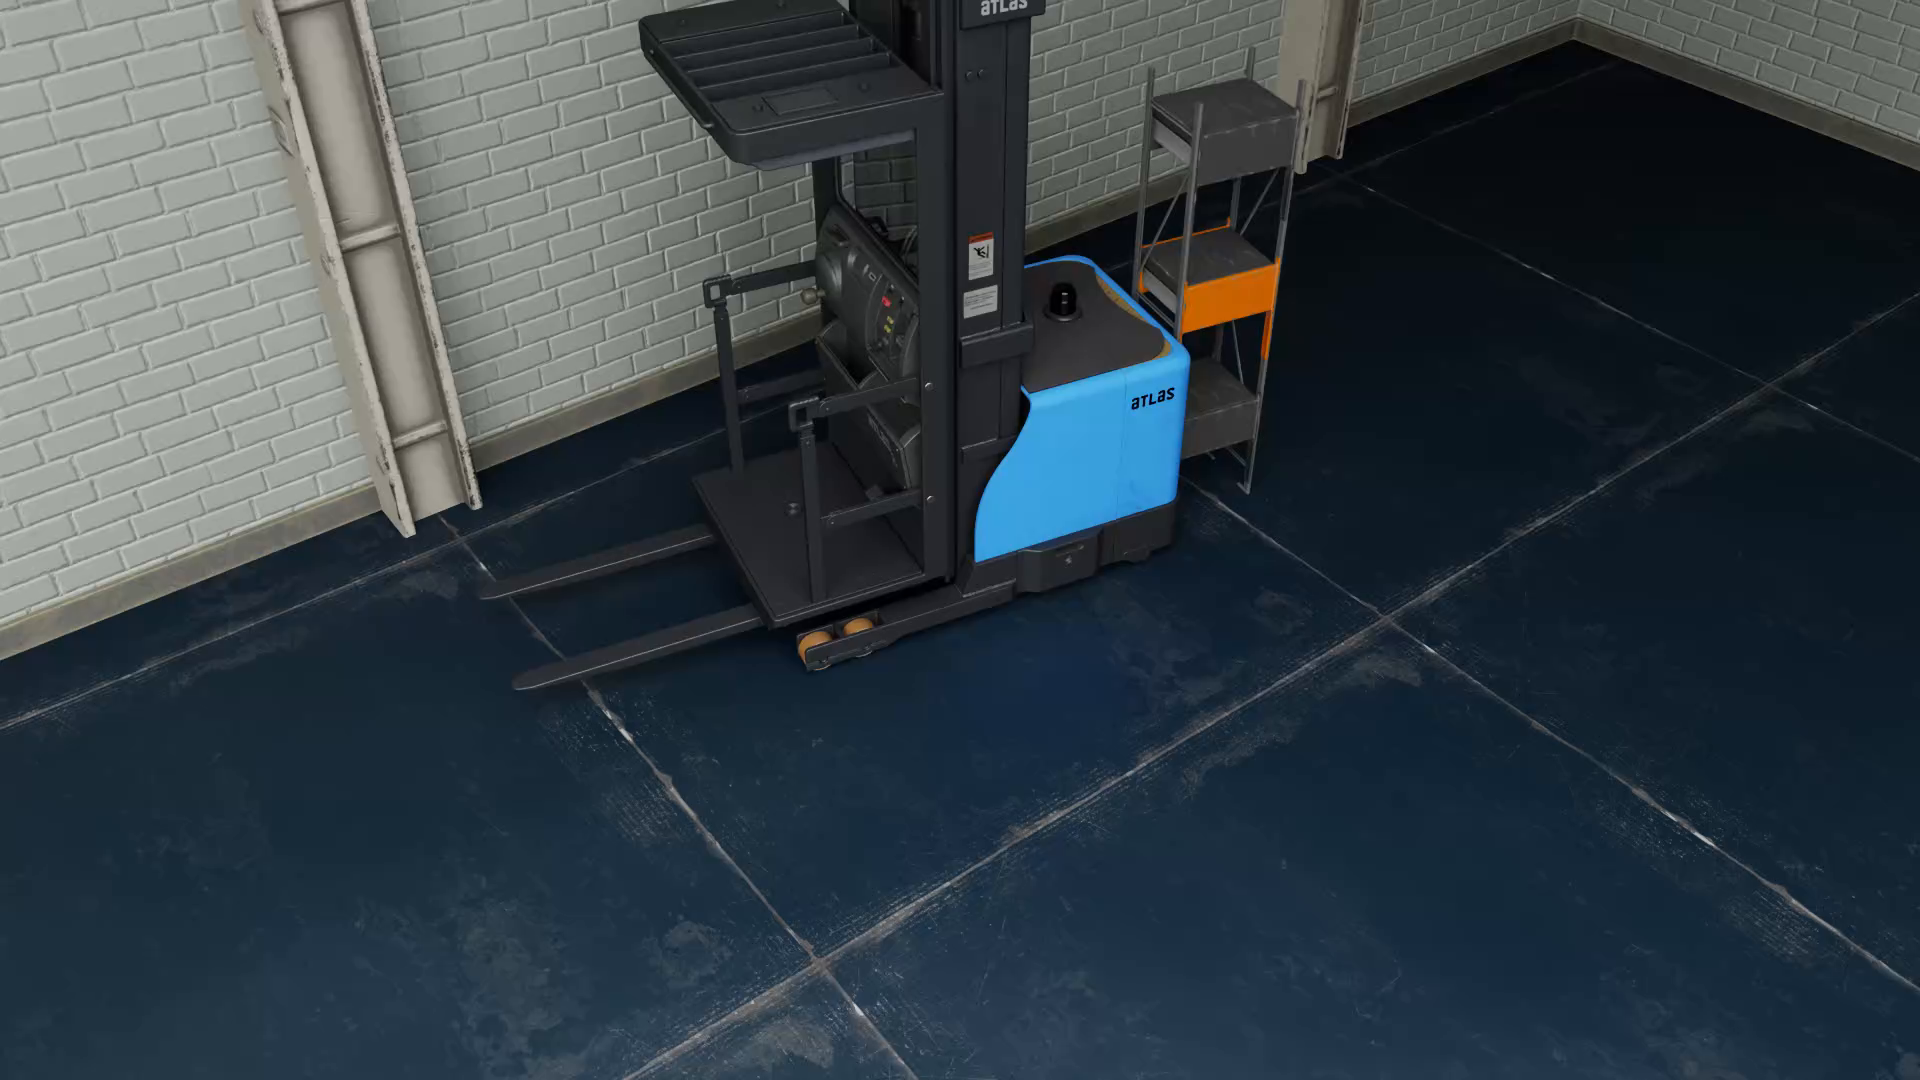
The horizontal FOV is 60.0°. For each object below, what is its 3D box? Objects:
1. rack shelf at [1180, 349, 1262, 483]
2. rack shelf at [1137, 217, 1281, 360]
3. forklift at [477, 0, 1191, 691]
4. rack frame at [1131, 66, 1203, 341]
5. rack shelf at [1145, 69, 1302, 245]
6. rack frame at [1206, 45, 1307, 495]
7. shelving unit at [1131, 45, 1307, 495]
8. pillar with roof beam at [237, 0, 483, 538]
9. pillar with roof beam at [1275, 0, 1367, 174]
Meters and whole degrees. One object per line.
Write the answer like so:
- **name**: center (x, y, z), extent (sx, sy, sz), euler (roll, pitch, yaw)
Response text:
- **rack shelf**: center (1.083, -0.528, 7.863), extent (0.480, 0.518, 0.431), euler (-17, 42, -19)
- **rack shelf**: center (1.083, -1.069, 7.419), extent (0.480, 0.518, 0.431), euler (-17, 42, -19)
- **forklift**: center (-0.562, -0.963, 6.613), extent (3.031, 2.935, 1.130), euler (-17, 42, -19)
- **rack frame**: center (0.863, -1.013, 7.330), extent (0.015, 2.100, 0.400), euler (-17, 42, -19)
- **rack shelf**: center (1.083, -1.610, 6.975), extent (0.480, 0.518, 0.431), euler (-17, 42, -19)
- **rack frame**: center (1.303, -1.147, 7.492), extent (0.015, 2.100, 0.400), euler (-17, 42, -19)
- **shelving unit**: center (1.083, -1.080, 7.411), extent (0.503, 2.100, 0.431), euler (-17, 42, -19)
- **pillar with roof beam**: center (0.097, -1.477, 2.455), extent (0.400, 9.000, 9.100), euler (-26, 46, -28)
- **pillar with roof beam**: center (4.855, -3.796, 5.282), extent (0.400, 9.000, 9.100), euler (-26, 46, -28)
